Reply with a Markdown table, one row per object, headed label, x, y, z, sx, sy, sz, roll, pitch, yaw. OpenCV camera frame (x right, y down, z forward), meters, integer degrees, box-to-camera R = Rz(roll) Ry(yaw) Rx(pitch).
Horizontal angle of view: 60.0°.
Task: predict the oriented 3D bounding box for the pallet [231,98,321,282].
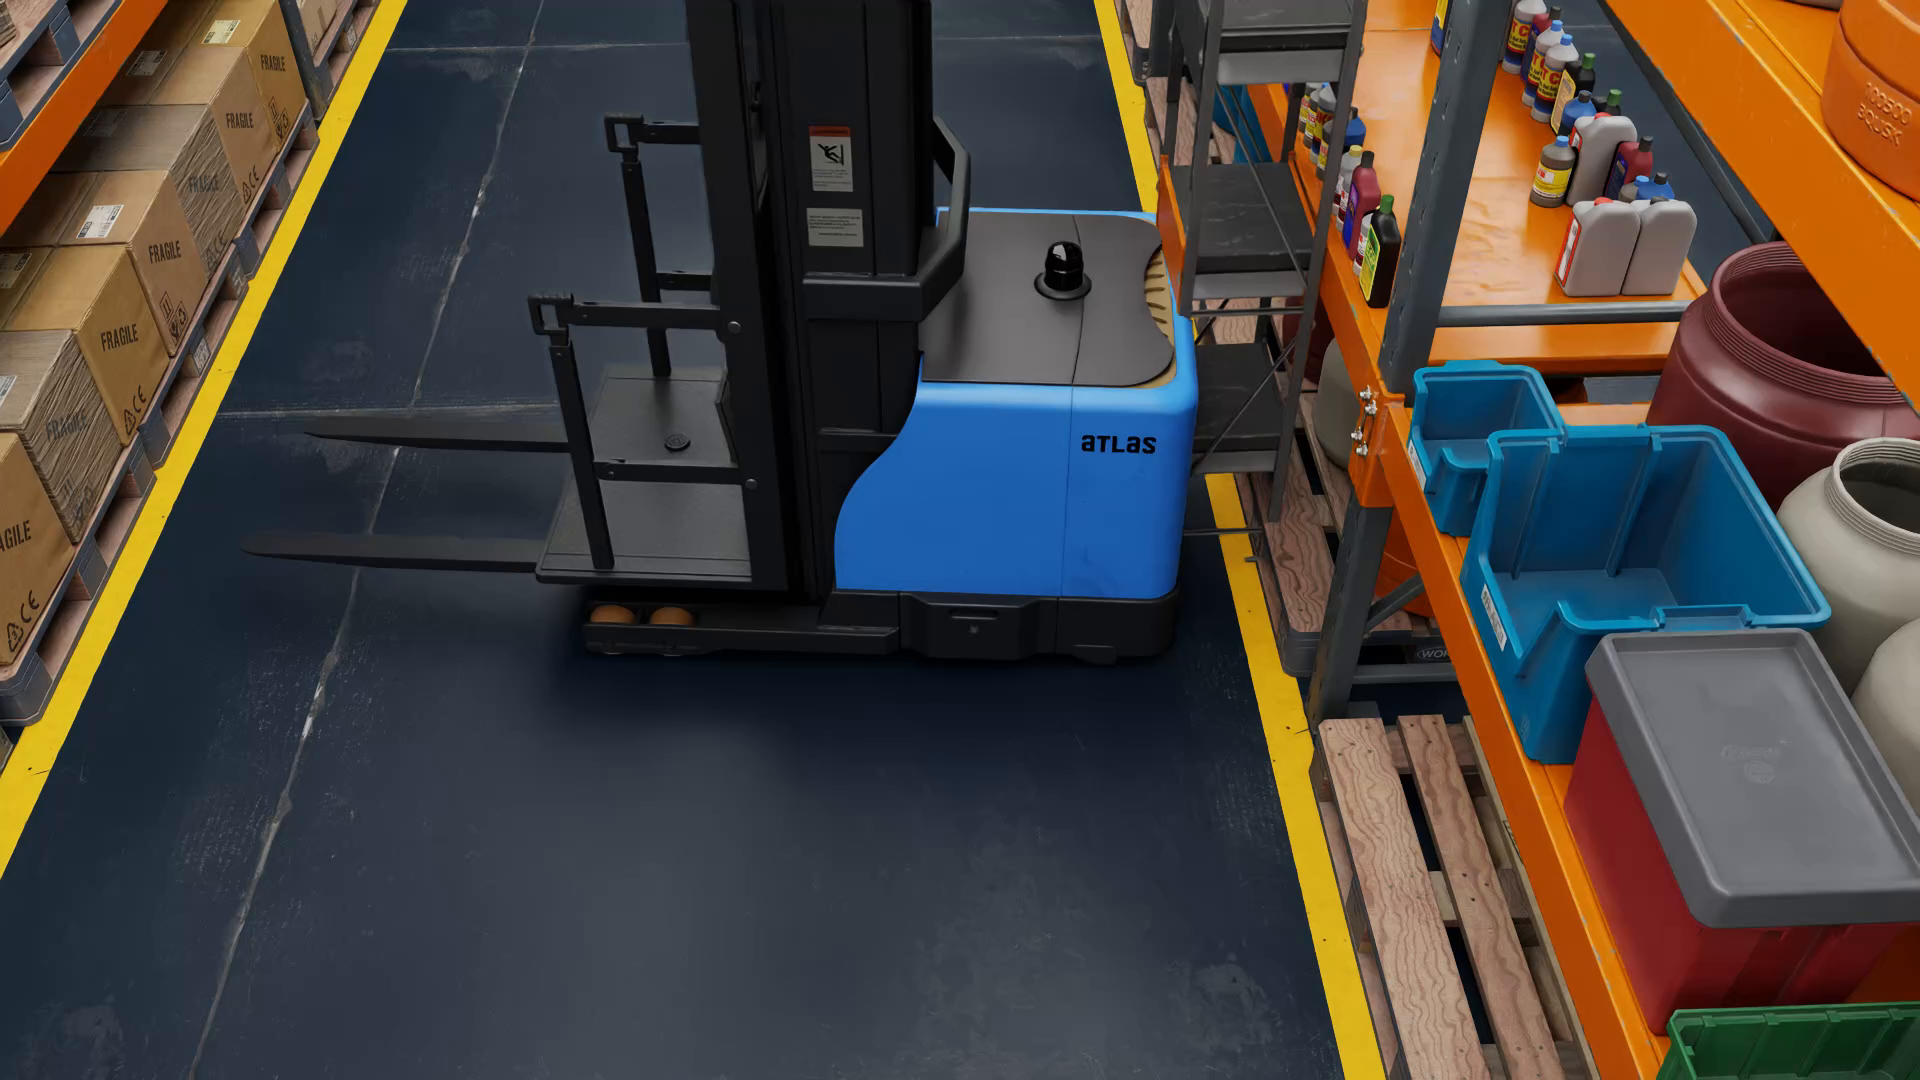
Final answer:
| label | x | y | z | sx | sy | sz | roll | pitch | yaw |
| --- | --- | --- | --- | --- | --- | --- | --- | --- | --- |
| pallet | -3.471 | -1.543 | 7.277 | 1.003 | 0.211 | 1.213 | -2 | 43 | -2 |

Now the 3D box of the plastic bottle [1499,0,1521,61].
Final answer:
| label | x | y | z | sx | sy | sz | roll | pitch | yaw |
| --- | --- | --- | --- | --- | --- | --- | --- | --- | --- |
| plastic bottle | 1.822 | -1.750 | 5.531 | 0.152 | 0.276 | 0.135 | -2 | 43 | -2 |

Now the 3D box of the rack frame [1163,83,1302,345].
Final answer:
| label | x | y | z | sx | sy | sz | roll | pitch | yaw |
| --- | --- | --- | --- | --- | --- | --- | --- | --- | --- |
| rack frame | 0.820 | -1.011 | 5.238 | 0.400 | 2.100 | 0.015 | -2 | 45 | -1 |

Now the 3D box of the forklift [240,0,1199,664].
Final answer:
| label | x | y | z | sx | sy | sz | roll | pitch | yaw |
| --- | --- | --- | --- | --- | --- | --- | --- | --- | --- |
| forklift | -0.808 | -1.061 | 4.738 | 3.031 | 2.935 | 1.130 | 2 | 43 | 2 |

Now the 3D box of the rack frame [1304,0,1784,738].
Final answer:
| label | x | y | z | sx | sy | sz | roll | pitch | yaw |
| --- | --- | --- | --- | --- | --- | --- | --- | --- | --- |
| rack frame | 1.576 | -0.558 | 4.139 | 1.000 | 3.000 | 0.127 | -2 | 43 | -2 |

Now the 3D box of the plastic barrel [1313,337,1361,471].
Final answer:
| label | x | y | z | sx | sy | sz | roll | pitch | yaw |
| --- | --- | --- | --- | --- | --- | --- | --- | --- | --- |
| plastic barrel | 1.425 | -0.504 | 5.611 | 0.421 | 0.512 | 0.421 | 0 | 43 | 0 |

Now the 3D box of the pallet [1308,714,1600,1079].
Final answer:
| label | x | y | z | sx | sy | sz | roll | pitch | yaw |
| --- | --- | --- | --- | --- | --- | --- | --- | --- | --- |
| pallet | 1.570 | 0.994 | 4.509 | 1.003 | 0.211 | 1.213 | -2 | 43 | -2 |

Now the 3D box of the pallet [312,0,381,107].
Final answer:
| label | x | y | z | sx | sy | sz | roll | pitch | yaw |
| --- | --- | --- | --- | --- | --- | --- | --- | --- | --- |
| pallet | -3.571 | -2.555 | 8.381 | 1.003 | 0.211 | 1.213 | -2 | 43 | -2 |

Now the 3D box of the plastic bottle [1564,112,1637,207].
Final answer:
| label | x | y | z | sx | sy | sz | roll | pitch | yaw |
| --- | --- | --- | --- | --- | --- | --- | --- | --- | --- |
| plastic bottle | 1.861 | -1.126 | 4.850 | 0.152 | 0.276 | 0.135 | -2 | 43 | -2 |

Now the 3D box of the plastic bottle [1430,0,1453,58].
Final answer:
| label | x | y | z | sx | sy | sz | roll | pitch | yaw |
| --- | --- | --- | --- | --- | --- | --- | --- | --- | --- |
| plastic bottle | 1.673 | -1.790 | 5.520 | 0.144 | 0.351 | 0.185 | -2 | 43 | -2 |

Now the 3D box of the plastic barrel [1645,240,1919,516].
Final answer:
| label | x | y | z | sx | sy | sz | roll | pitch | yaw |
| --- | --- | --- | --- | --- | --- | --- | --- | --- | --- |
| plastic barrel | 1.898 | -0.304 | 3.761 | 0.600 | 0.536 | 0.708 | -2 | 43 | -2 |

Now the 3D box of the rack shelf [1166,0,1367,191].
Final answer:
| label | x | y | z | sx | sy | sz | roll | pitch | yaw |
| --- | --- | --- | --- | --- | --- | --- | --- | --- | --- |
| rack shelf | 0.824 | -1.324 | 4.580 | 0.431 | 0.518 | 0.480 | -2 | 45 | -1 |

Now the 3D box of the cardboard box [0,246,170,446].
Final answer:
| label | x | y | z | sx | sy | sz | roll | pitch | yaw |
| --- | --- | --- | --- | --- | --- | --- | --- | --- | --- |
| cardboard box | -3.151 | -0.667 | 5.782 | 0.500 | 0.500 | 0.500 | -2 | 43 | -2 |

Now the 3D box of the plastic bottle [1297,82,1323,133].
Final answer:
| label | x | y | z | sx | sy | sz | roll | pitch | yaw |
| --- | --- | --- | --- | --- | --- | --- | --- | --- | --- |
| plastic bottle | 1.111 | -1.374 | 5.176 | 0.097 | 0.201 | 0.097 | 0 | 43 | 0 |

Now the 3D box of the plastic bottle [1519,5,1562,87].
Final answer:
| label | x | y | z | sx | sy | sz | roll | pitch | yaw |
| --- | --- | --- | --- | --- | --- | --- | --- | --- | --- |
| plastic bottle | 1.877 | -1.598 | 5.360 | 0.061 | 0.283 | 0.133 | -2 | 43 | -2 |

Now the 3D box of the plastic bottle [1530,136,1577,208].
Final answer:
| label | x | y | z | sx | sy | sz | roll | pitch | yaw |
| --- | --- | --- | --- | --- | --- | --- | --- | --- | --- |
| plastic bottle | 1.737 | -1.082 | 4.858 | 0.097 | 0.201 | 0.097 | 0 | 43 | 0 |

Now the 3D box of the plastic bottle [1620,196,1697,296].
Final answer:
| label | x | y | z | sx | sy | sz | roll | pitch | yaw |
| --- | --- | --- | --- | --- | --- | --- | --- | --- | --- |
| plastic bottle | 1.881 | -0.814 | 4.510 | 0.152 | 0.276 | 0.135 | -2 | 43 | -2 |

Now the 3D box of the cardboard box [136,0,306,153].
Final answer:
| label | x | y | z | sx | sy | sz | roll | pitch | yaw |
| --- | --- | --- | --- | --- | --- | --- | --- | --- | --- |
| cardboard box | -3.236 | -2.035 | 7.274 | 0.500 | 0.500 | 0.500 | -2 | 43 | -2 |

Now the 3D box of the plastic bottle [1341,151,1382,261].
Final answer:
| label | x | y | z | sx | sy | sz | roll | pitch | yaw |
| --- | --- | --- | --- | --- | --- | --- | --- | --- | --- |
| plastic bottle | 1.123 | -0.932 | 4.633 | 0.061 | 0.283 | 0.133 | -2 | 43 | -2 |

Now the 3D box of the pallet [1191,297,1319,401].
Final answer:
| label | x | y | z | sx | sy | sz | roll | pitch | yaw |
| --- | --- | --- | --- | --- | --- | --- | --- | --- | --- |
| pallet | 1.452 | -0.883 | 6.557 | 1.003 | 0.211 | 1.213 | -2 | 43 | -2 |

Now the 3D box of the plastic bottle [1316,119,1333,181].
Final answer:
| label | x | y | z | sx | sy | sz | roll | pitch | yaw |
| --- | --- | --- | --- | --- | --- | --- | --- | --- | --- |
| plastic bottle | 1.124 | -1.177 | 4.961 | 0.097 | 0.201 | 0.097 | 0 | 43 | 0 |

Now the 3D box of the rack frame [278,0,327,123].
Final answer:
| label | x | y | z | sx | sy | sz | roll | pitch | yaw |
| --- | --- | --- | --- | --- | --- | --- | --- | --- | --- |
| rack frame | -3.543 | -3.119 | 6.933 | 1.000 | 3.000 | 0.127 | -2 | 43 | -2 |

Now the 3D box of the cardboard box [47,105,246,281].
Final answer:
| label | x | y | z | sx | sy | sz | roll | pitch | yaw |
| --- | --- | --- | --- | --- | --- | --- | --- | --- | --- |
| cardboard box | -3.202 | -1.362 | 6.541 | 0.500 | 0.500 | 0.500 | -1 | 43 | -1 |

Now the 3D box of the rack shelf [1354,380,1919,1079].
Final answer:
| label | x | y | z | sx | sy | sz | roll | pitch | yaw |
| --- | --- | --- | --- | --- | --- | --- | --- | --- | --- |
| rack shelf | 1.661 | 1.057 | 2.909 | 1.077 | 0.370 | 4.000 | -2 | 43 | -2 |

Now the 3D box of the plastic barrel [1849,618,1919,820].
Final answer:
| label | x | y | z | sx | sy | sz | roll | pitch | yaw |
| --- | --- | --- | --- | --- | --- | --- | --- | --- | --- |
| plastic barrel | 1.851 | 0.373 | 3.040 | 0.421 | 0.512 | 0.421 | 0 | 43 | 0 |

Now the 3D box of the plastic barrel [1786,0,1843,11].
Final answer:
| label | x | y | z | sx | sy | sz | roll | pitch | yaw |
| --- | --- | --- | --- | --- | --- | --- | --- | --- | --- |
| plastic barrel | 1.394 | -1.288 | 2.344 | 0.600 | 0.901 | 0.600 | 0 | 43 | 0 |

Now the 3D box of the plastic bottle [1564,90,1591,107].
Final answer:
| label | x | y | z | sx | sy | sz | roll | pitch | yaw |
| --- | --- | --- | --- | --- | --- | --- | --- | --- | --- |
| plastic bottle | 1.878 | -1.268 | 5.060 | 0.097 | 0.201 | 0.097 | 0 | 43 | 0 |

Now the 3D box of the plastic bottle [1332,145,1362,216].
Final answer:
| label | x | y | z | sx | sy | sz | roll | pitch | yaw |
| --- | --- | --- | --- | --- | --- | --- | --- | --- | --- |
| plastic bottle | 1.132 | -1.046 | 4.818 | 0.097 | 0.201 | 0.097 | 0 | 43 | 0 |

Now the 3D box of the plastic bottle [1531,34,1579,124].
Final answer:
| label | x | y | z | sx | sy | sz | roll | pitch | yaw |
| --- | --- | --- | --- | --- | --- | --- | --- | --- | --- |
| plastic bottle | 1.868 | -1.449 | 5.207 | 0.097 | 0.271 | 0.097 | 0 | 43 | 0 |

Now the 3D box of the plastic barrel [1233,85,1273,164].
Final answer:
| label | x | y | z | sx | sy | sz | roll | pitch | yaw |
| --- | --- | --- | --- | --- | --- | --- | --- | --- | --- |
| plastic barrel | 1.442 | -1.794 | 6.729 | 0.600 | 0.901 | 0.708 | -2 | 43 | -2 |

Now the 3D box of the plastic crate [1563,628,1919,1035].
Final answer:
| label | x | y | z | sx | sy | sz | roll | pitch | yaw |
| --- | --- | --- | --- | --- | --- | --- | --- | --- | --- |
| plastic crate | 1.339 | 0.518 | 2.918 | 0.402 | 0.464 | 0.583 | -2 | 43 | -2 |

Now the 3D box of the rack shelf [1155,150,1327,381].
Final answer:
| label | x | y | z | sx | sy | sz | roll | pitch | yaw |
| --- | --- | --- | --- | --- | --- | --- | --- | --- | --- |
| rack shelf | 0.832 | -0.829 | 5.075 | 0.431 | 0.518 | 0.480 | -2 | 45 | -1 |

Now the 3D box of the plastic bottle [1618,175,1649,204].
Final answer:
| label | x | y | z | sx | sy | sz | roll | pitch | yaw |
| --- | --- | --- | --- | --- | --- | --- | --- | --- | --- |
| plastic bottle | 1.899 | -0.931 | 4.693 | 0.097 | 0.201 | 0.097 | 0 | 43 | 0 |

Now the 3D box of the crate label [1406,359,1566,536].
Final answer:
| label | x | y | z | sx | sy | sz | roll | pitch | yaw |
| --- | --- | --- | --- | --- | --- | --- | --- | --- | --- |
| crate label | 1.219 | -0.201 | 3.874 | 0.303 | 0.233 | 0.416 | -2 | 43 | -2 |

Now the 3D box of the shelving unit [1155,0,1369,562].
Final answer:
| label | x | y | z | sx | sy | sz | roll | pitch | yaw |
| --- | --- | --- | --- | --- | --- | --- | --- | --- | --- |
| shelving unit | 0.832 | -0.839 | 5.066 | 0.431 | 2.100 | 0.503 | -2 | 45 | -1 |

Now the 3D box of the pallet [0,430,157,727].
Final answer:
| label | x | y | z | sx | sy | sz | roll | pitch | yaw |
| --- | --- | --- | --- | --- | --- | --- | --- | --- | --- |
| pallet | -3.367 | 0.104 | 5.480 | 1.003 | 0.211 | 1.213 | -2 | 43 | -2 |

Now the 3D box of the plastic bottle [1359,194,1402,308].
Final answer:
| label | x | y | z | sx | sy | sz | roll | pitch | yaw |
| --- | --- | --- | --- | --- | --- | --- | --- | --- | --- |
| plastic bottle | 1.133 | -0.776 | 4.463 | 0.061 | 0.283 | 0.133 | -2 | 43 | -2 |

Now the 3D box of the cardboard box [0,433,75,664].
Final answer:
| label | x | y | z | sx | sy | sz | roll | pitch | yaw |
| --- | --- | --- | --- | --- | --- | --- | --- | --- | --- |
| cardboard box | -3.107 | 0.025 | 5.027 | 0.500 | 0.500 | 0.500 | 0 | 43 | 0 |
